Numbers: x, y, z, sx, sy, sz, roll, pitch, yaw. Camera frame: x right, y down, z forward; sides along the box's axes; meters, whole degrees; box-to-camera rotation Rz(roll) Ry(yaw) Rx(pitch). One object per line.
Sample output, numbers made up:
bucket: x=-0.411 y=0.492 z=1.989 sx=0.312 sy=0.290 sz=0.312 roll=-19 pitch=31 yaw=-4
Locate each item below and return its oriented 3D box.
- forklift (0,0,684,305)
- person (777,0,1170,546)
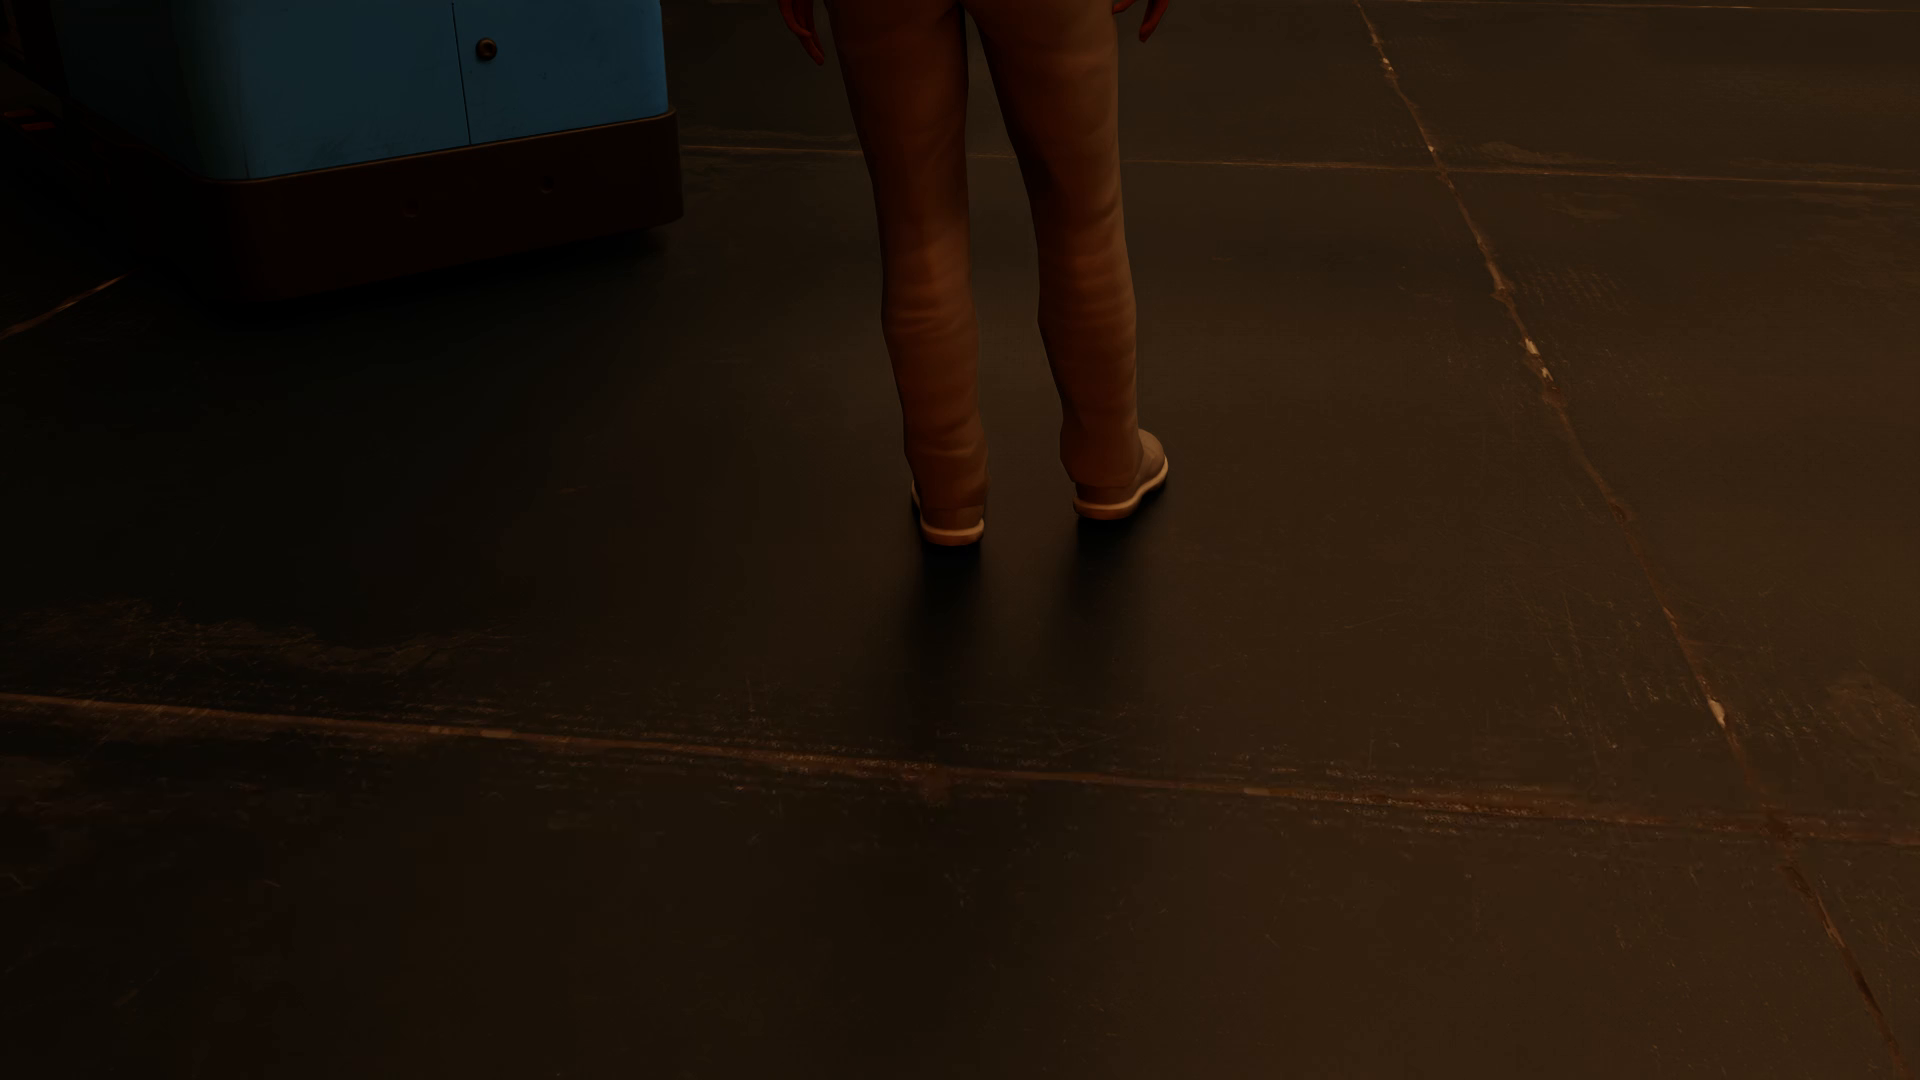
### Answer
forklift: x=-1.961 y=-2.365 z=3.958 sx=1.130 sy=2.935 sz=3.031 roll=-20 pitch=33 yaw=-35
person: x=0.030 y=-0.797 z=2.183 sx=0.569 sy=1.694 sz=0.529 roll=3 pitch=27 yaw=7
